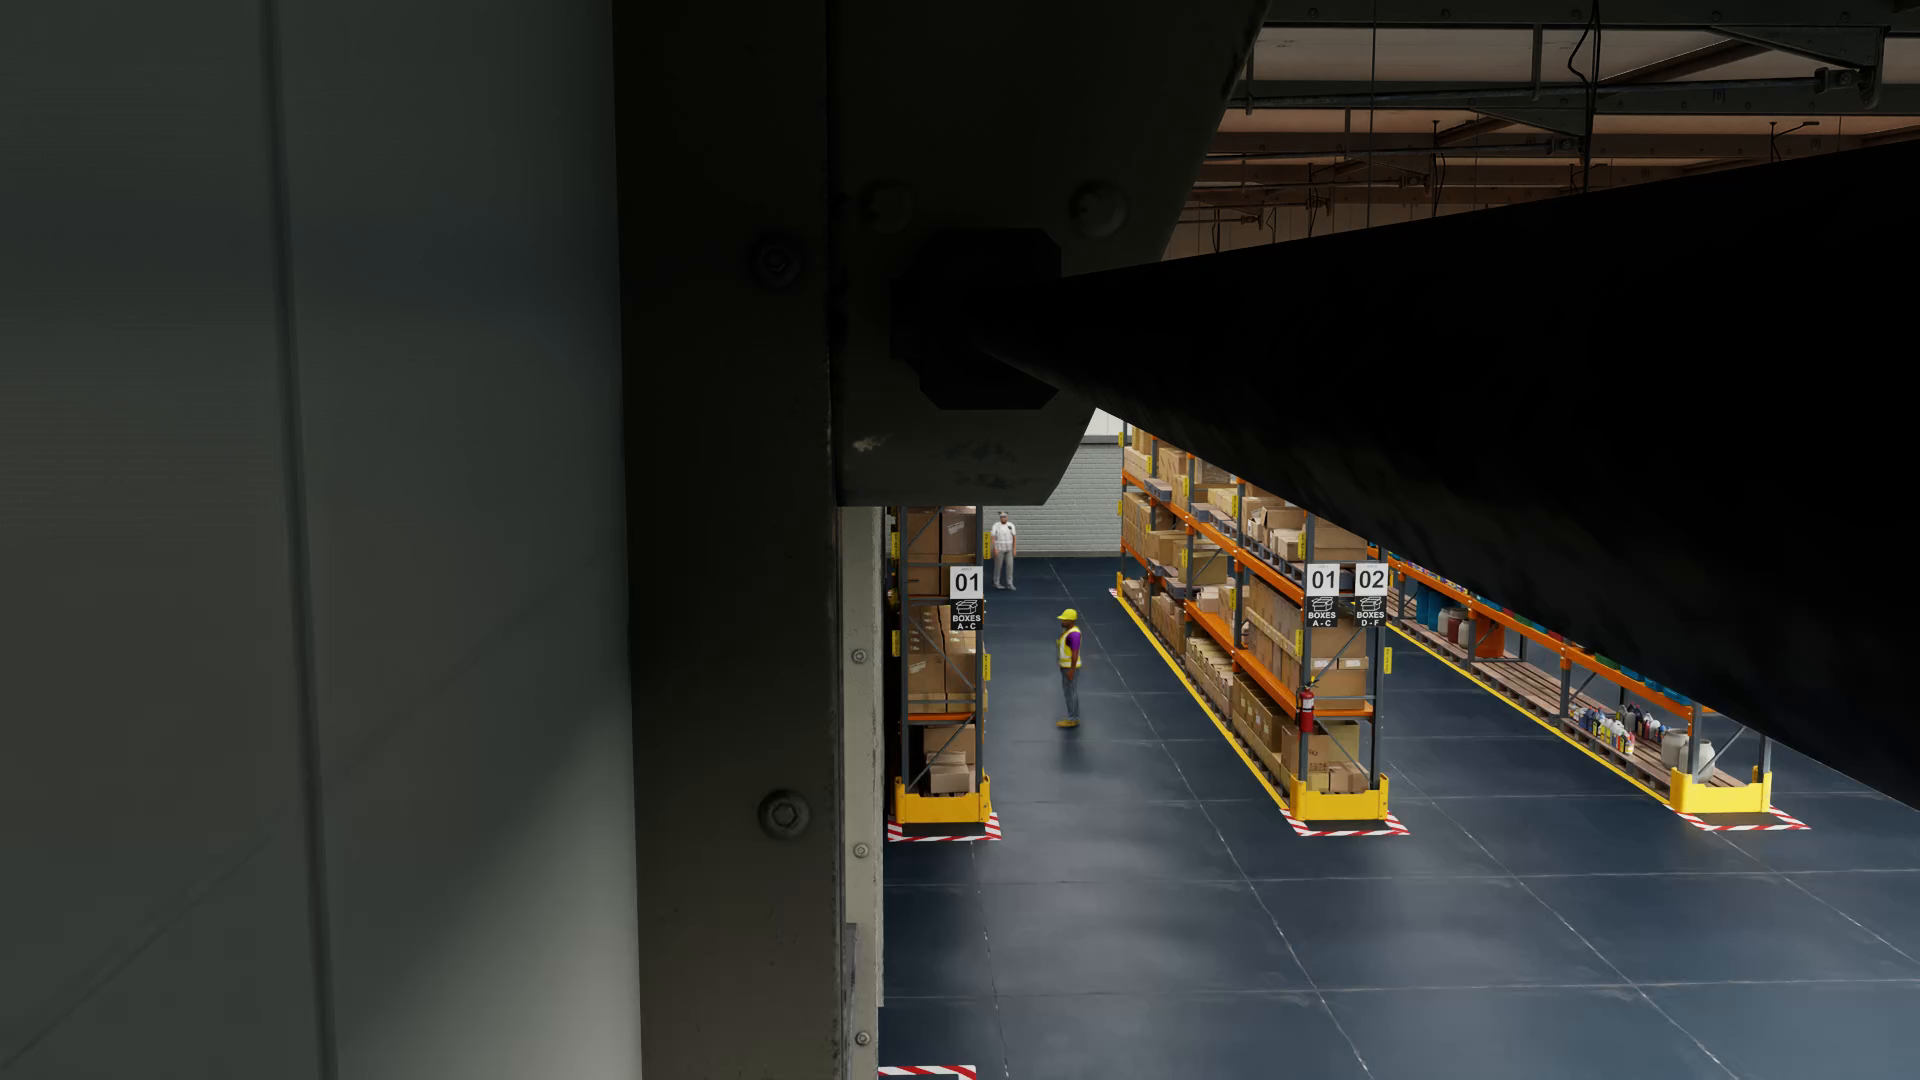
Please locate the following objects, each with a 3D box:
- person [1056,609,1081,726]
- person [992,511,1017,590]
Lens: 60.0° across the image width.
[{"bbox_3d":[1.627,1.923,25.161,0.377,1.776,0.658,-1,8,-6],"label":"person"},{"bbox_3d":[1.016,0.230,37.338,0.548,1.792,0.536,-5,9,-30],"label":"person"}]
